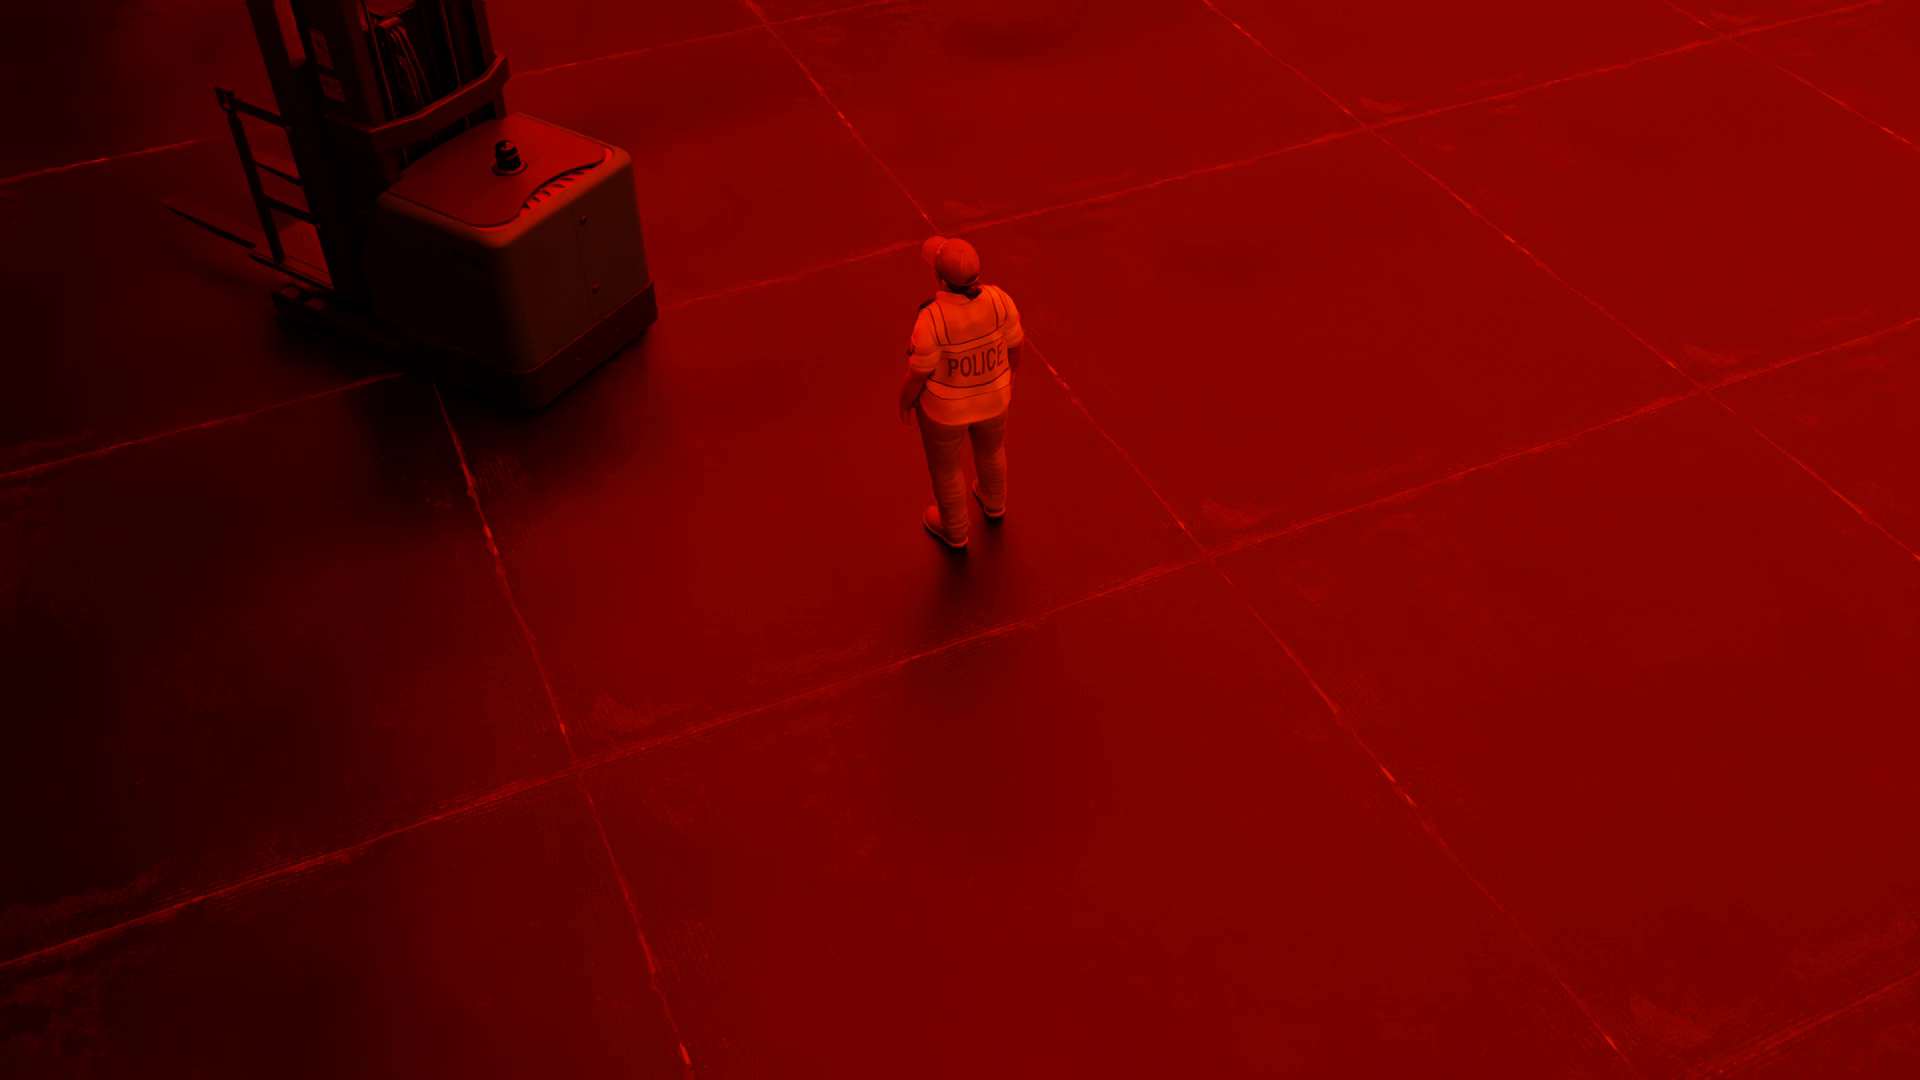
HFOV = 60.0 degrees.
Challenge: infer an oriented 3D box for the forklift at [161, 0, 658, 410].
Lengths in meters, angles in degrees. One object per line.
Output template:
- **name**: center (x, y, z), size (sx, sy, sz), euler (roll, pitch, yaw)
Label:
- **forklift**: center (-3.156, -2.502, 8.361), size (3.031, 2.935, 1.130), euler (23, 48, 23)

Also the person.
- **person**: center (-0.012, -0.669, 7.312), size (0.599, 1.670, 0.529), euler (-18, 46, -18)
